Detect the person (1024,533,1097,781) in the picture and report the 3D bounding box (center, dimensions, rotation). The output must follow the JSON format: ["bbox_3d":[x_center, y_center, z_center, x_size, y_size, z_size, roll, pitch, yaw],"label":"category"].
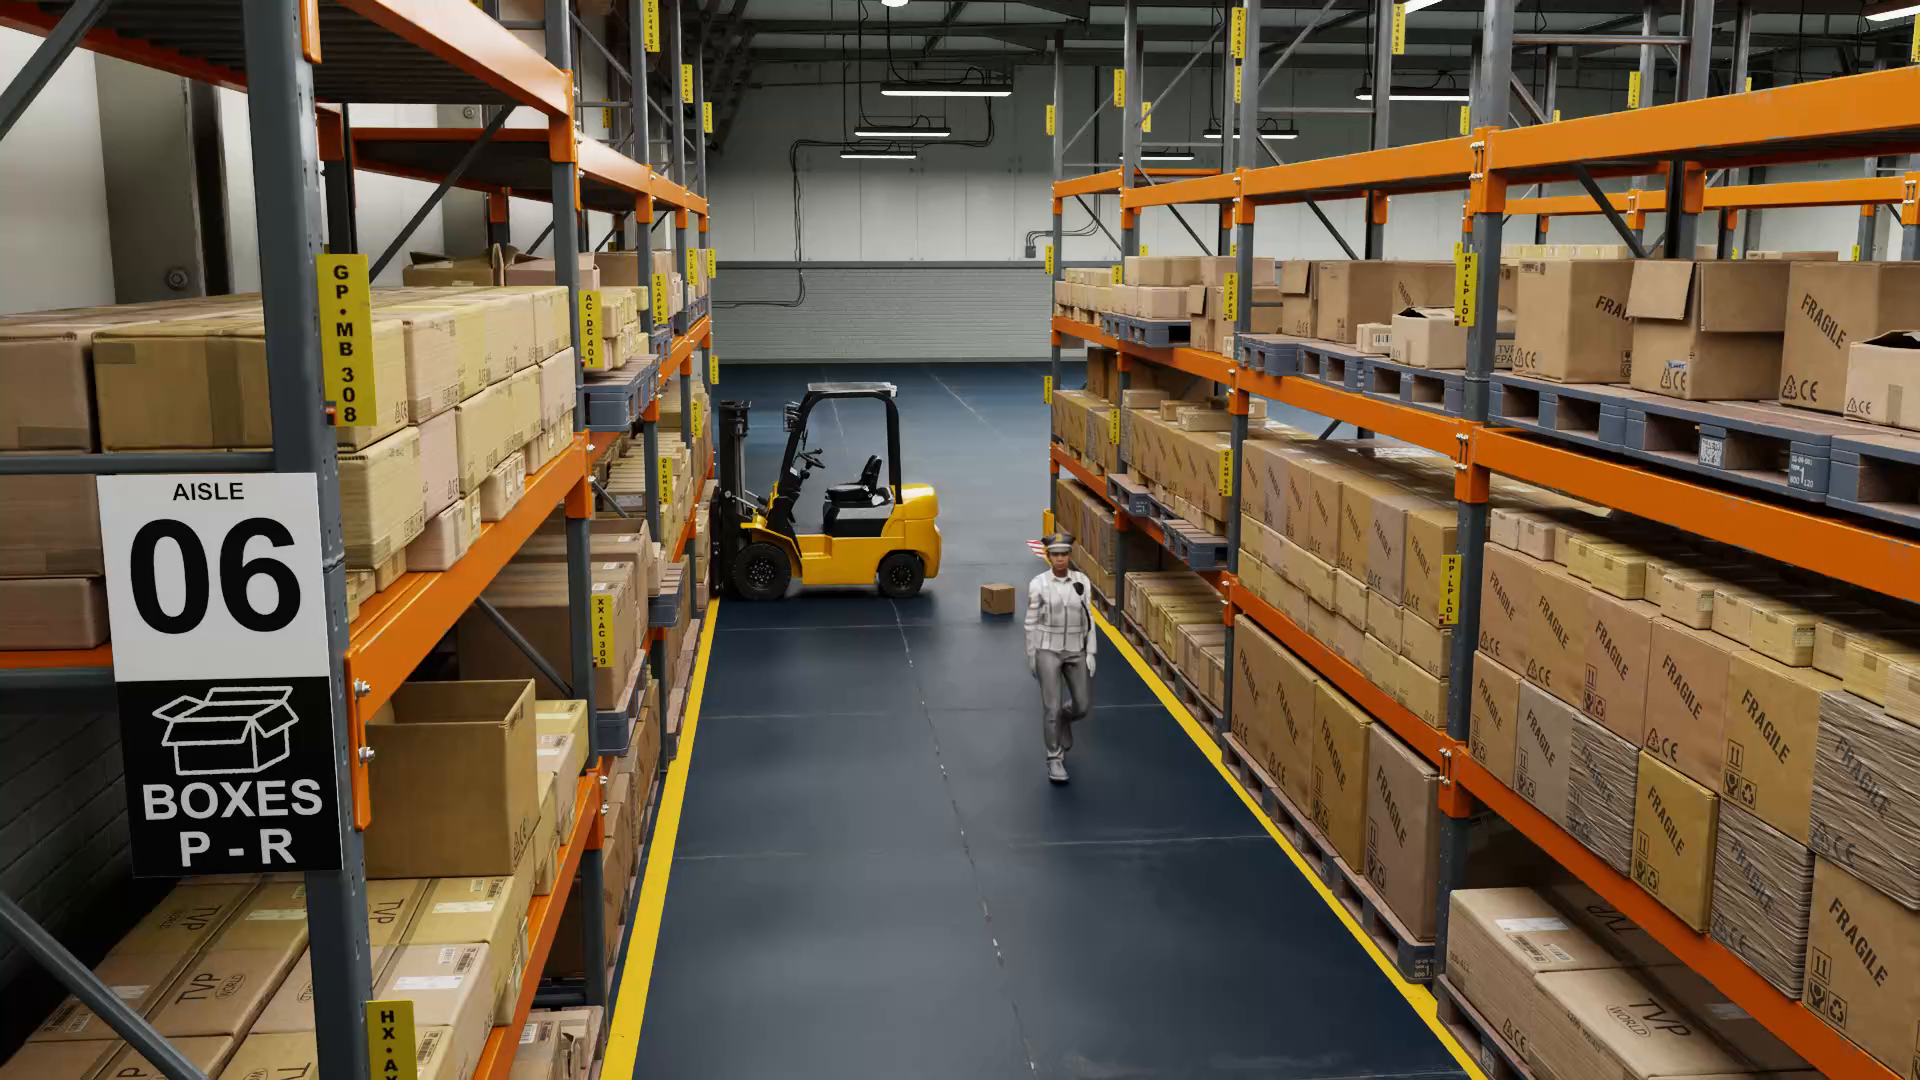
[{"bbox_3d":[0.685,0.762,11.427,0.486,1.676,0.636,-2,10,-12],"label":"person"}]
